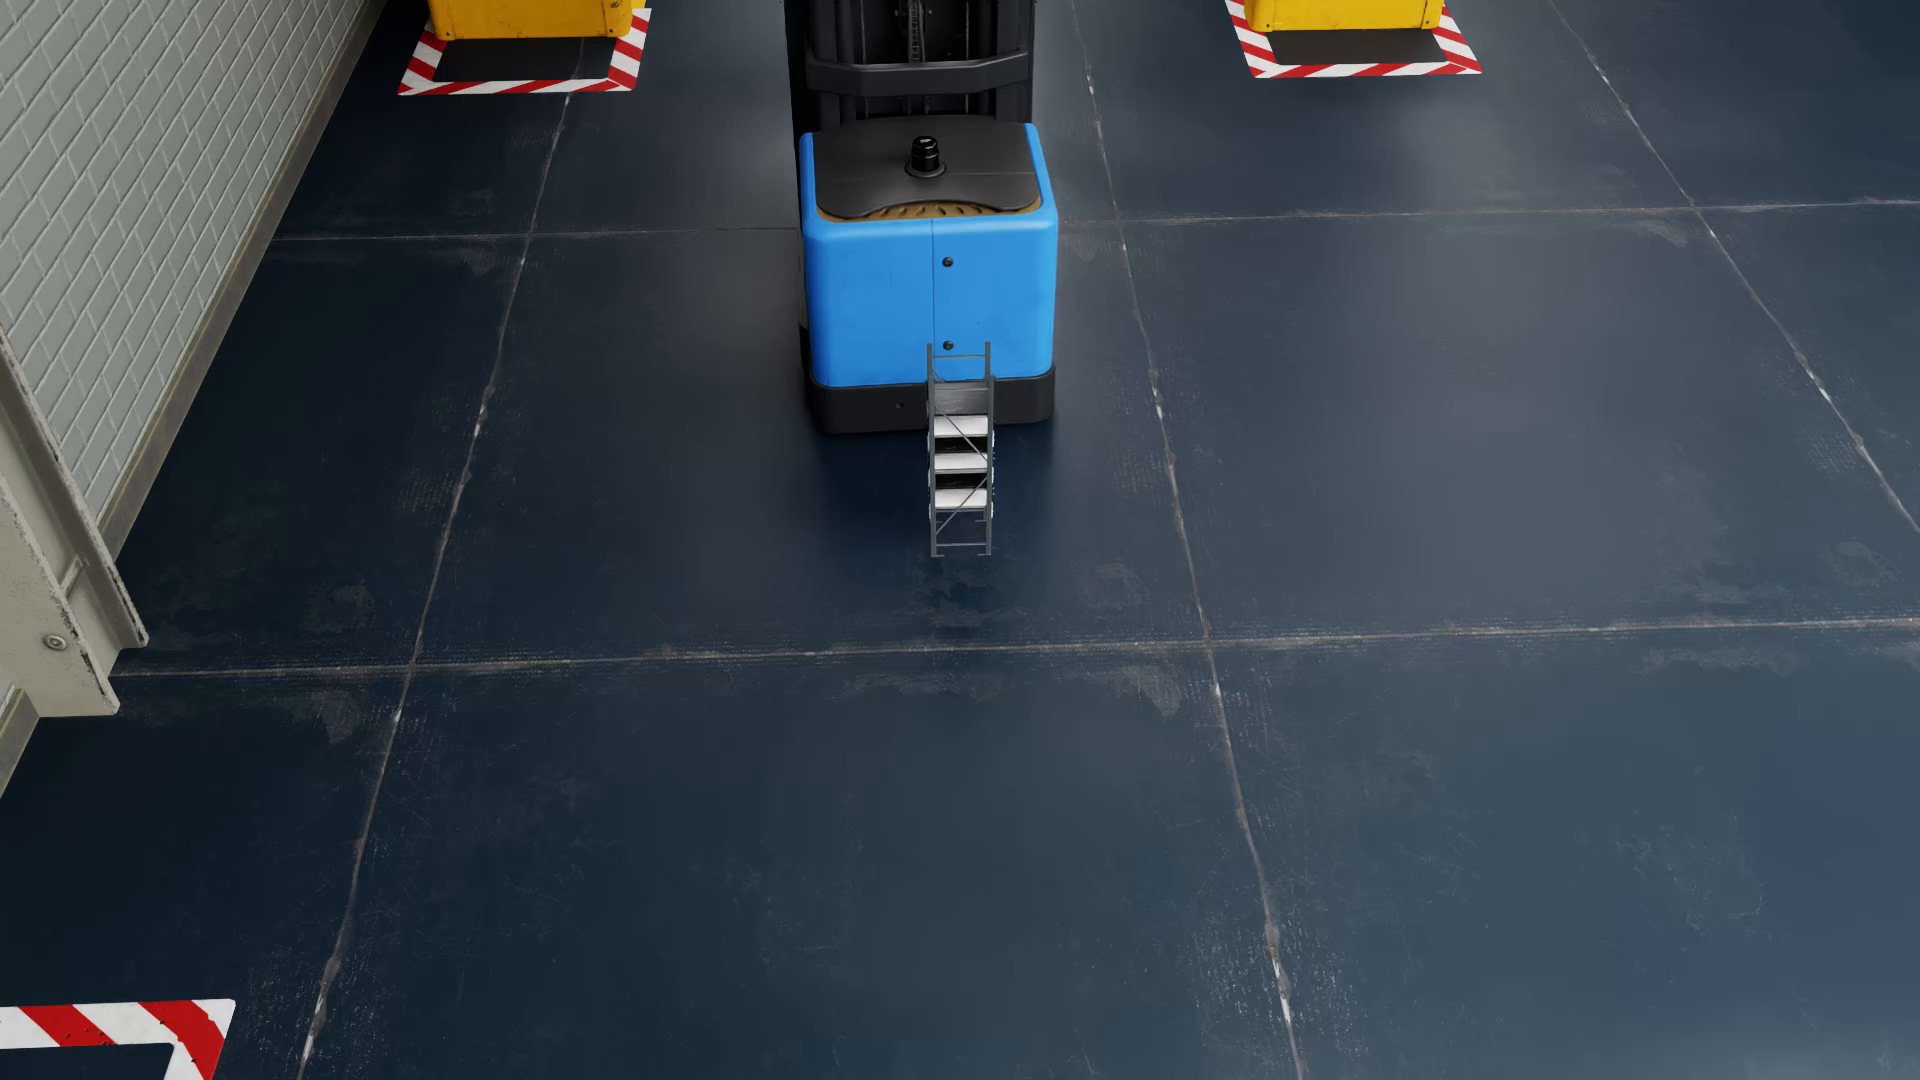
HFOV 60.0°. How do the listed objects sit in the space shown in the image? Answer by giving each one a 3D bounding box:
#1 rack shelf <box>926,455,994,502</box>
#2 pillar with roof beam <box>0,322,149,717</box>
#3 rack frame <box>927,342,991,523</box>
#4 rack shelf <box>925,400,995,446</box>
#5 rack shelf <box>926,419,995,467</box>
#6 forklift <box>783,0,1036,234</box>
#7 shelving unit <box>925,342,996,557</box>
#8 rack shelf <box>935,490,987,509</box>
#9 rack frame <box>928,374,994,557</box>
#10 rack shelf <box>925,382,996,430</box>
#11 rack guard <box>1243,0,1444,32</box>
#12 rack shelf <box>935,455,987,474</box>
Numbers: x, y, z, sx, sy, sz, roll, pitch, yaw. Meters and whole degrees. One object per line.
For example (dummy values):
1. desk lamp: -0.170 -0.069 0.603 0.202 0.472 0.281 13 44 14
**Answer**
1. rack shelf: 0.000 -0.246 6.535 0.258 0.077 0.200 -2 43 -2
2. pillar with roof beam: 1.063 -2.935 3.292 9.100 9.000 0.400 -2 43 -2
3. rack frame: -0.005 -0.406 6.527 0.240 0.900 0.006 -2 43 -2
4. rack shelf: 0.000 -0.445 6.353 0.258 0.077 0.200 -2 43 -2
5. rack shelf: 0.000 -0.379 6.414 0.258 0.077 0.200 -2 43 -2
6. forklift: -0.230 -2.529 7.339 1.110 2.935 3.031 -3 43 -4
7. shelving unit: 0.000 -0.337 6.452 0.258 0.900 0.210 -2 43 -2
8. rack shelf: 0.000 -0.195 6.582 0.221 0.026 0.190 -2 43 -2
9. rack frame: 0.004 -0.269 6.377 0.240 0.900 0.006 -2 43 -2
10. rack shelf: 0.000 -0.512 6.292 0.258 0.077 0.200 -2 43 -2
11. rack guard: 2.351 -3.410 10.100 1.175 0.500 0.348 -2 43 -2
12. rack shelf: 0.000 -0.328 6.461 0.221 0.026 0.190 -2 43 -2
